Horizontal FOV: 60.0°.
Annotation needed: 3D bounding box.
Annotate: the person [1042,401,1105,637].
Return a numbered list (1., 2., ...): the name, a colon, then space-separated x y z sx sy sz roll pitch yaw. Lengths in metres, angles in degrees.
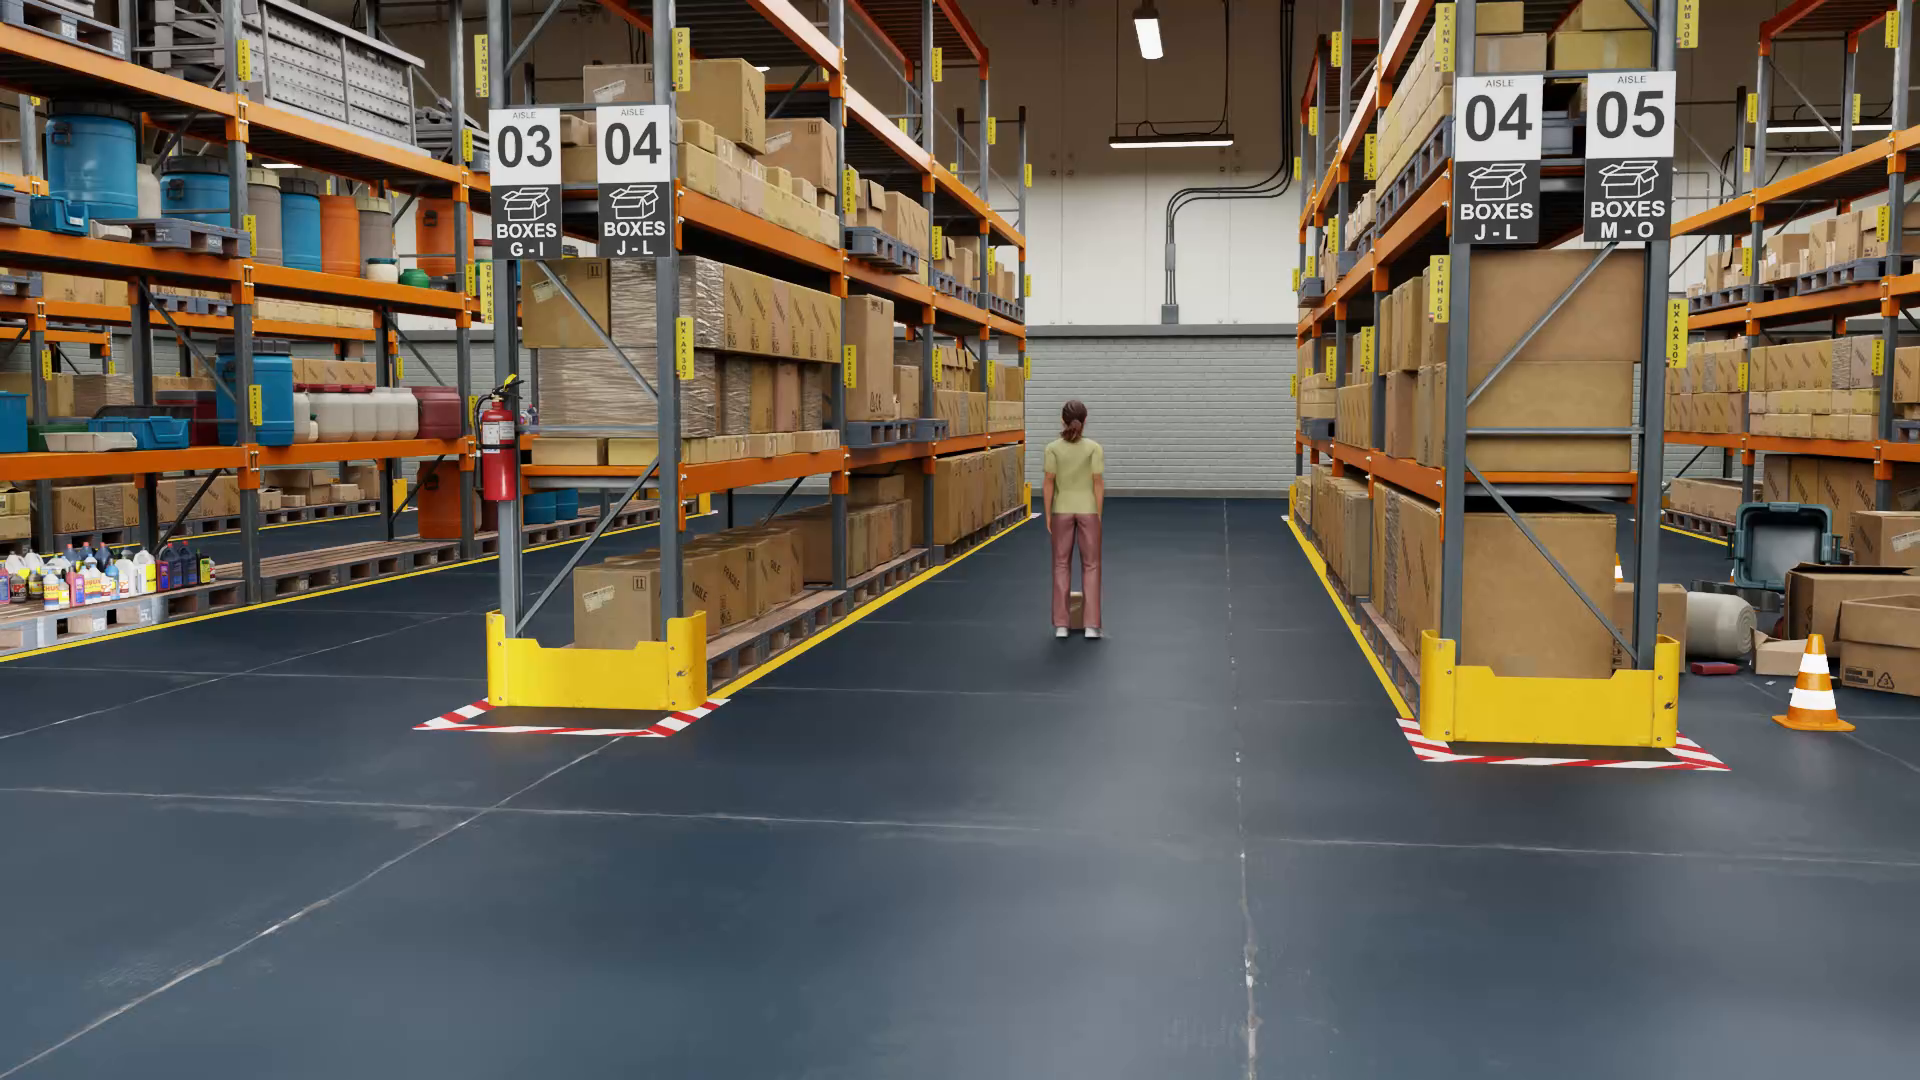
1. person: 0.805 -0.143 11.746 0.443 1.680 0.362 1 5 10
